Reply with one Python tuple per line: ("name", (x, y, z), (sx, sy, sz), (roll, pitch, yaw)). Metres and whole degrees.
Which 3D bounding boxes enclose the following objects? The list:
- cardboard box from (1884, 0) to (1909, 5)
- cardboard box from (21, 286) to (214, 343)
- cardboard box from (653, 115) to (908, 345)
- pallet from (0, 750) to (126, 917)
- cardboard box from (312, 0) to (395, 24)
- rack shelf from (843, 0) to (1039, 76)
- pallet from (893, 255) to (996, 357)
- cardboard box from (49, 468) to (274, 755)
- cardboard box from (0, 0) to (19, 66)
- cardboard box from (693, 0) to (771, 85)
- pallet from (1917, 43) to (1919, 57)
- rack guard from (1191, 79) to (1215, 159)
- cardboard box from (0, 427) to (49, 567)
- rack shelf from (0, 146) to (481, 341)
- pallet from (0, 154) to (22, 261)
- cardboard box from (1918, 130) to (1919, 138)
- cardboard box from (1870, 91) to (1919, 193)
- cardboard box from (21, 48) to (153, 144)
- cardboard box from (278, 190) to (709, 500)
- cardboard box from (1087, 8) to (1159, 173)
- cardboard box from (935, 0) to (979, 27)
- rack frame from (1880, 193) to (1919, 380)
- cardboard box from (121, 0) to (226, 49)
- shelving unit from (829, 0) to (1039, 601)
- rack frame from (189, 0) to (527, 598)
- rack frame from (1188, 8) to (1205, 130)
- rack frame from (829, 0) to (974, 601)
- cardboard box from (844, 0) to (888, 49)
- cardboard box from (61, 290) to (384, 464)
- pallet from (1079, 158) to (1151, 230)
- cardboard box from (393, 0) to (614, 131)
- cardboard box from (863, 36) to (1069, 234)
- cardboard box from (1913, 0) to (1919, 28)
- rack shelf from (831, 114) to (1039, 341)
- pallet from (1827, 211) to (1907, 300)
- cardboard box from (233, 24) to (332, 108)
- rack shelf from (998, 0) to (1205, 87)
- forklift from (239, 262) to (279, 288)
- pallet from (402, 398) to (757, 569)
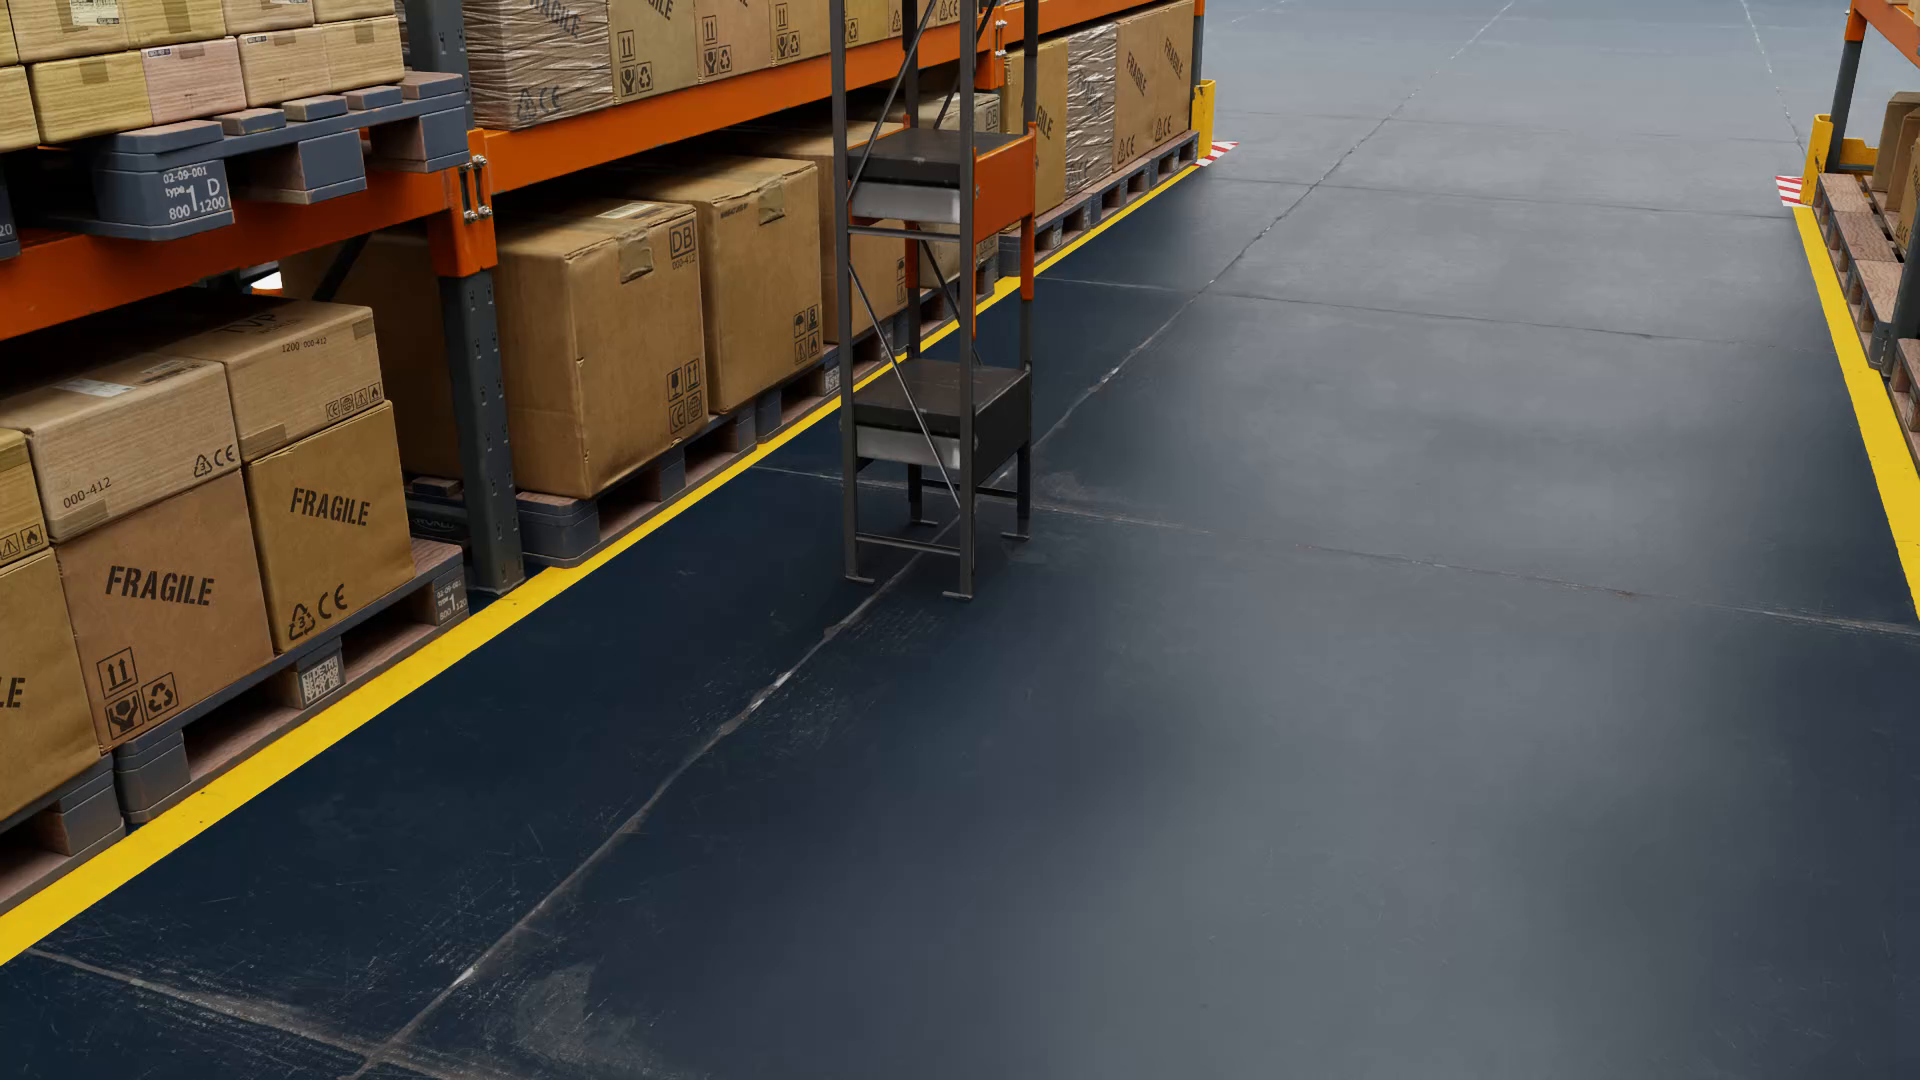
("cardboard box", (4.787, -2.718, 8.190), (0.380, 0.149, 0.250), (9, 24, 20))
("cardboard box", (-2.258, -0.482, 4.238), (0.500, 0.250, 0.500), (8, 24, 18))
("cardboard box", (-0.801, -1.315, 6.881), (1.050, 0.750, 0.750), (9, 24, 20))
("pallet", (-2.524, 0.693, 3.316), (1.003, 0.211, 1.213), (9, 24, 20))
("cardboard box", (-1.538, -1.281, 3.820), (0.380, 0.149, 0.250), (9, 24, 21))
("rack shelf", (-0.062, -1.543, 4.439), (0.431, 0.518, 0.480), (9, 24, 20))
("pallet", (-0.508, -1.166, 7.767), (1.003, 0.211, 1.213), (9, 24, 20))
("cardboard box", (-1.976, 0.110, 3.793), (0.500, 0.500, 0.500), (10, 25, 22))
("cardboard box", (-1.919, -0.912, 2.938), (0.380, 0.149, 0.250), (9, 24, 20))
("cardboard box", (-0.986, -1.839, 5.630), (0.500, 0.500, 0.500), (9, 24, 20))
("pallet", (3.857, -1.652, 5.561), (1.003, 0.211, 1.213), (9, 24, 20))
("rack guard", (1.203, -3.026, 11.845), (1.175, 0.500, 0.348), (9, 24, 20))
("cardboard box", (-2.169, -0.050, 3.203), (0.500, 0.250, 0.500), (9, 24, 21))
("rack shelf", (-2.520, -0.260, 2.914), (1.077, 0.370, 4.000), (9, 24, 20))
("pallet", (-2.475, -0.505, 2.816), (1.003, 0.211, 1.213), (9, 24, 20))
("cardboard box", (5.074, -1.804, 8.374), (0.500, 0.500, 0.500), (11, 25, 25))
("cardboard box", (5.514, -2.244, 9.428), (0.500, 0.500, 0.500), (14, 26, 30))
("cardboard box", (-1.819, -0.874, 3.232), (0.380, 0.149, 0.250), (8, 24, 19))
("cardboard box", (-1.468, -0.669, 5.333), (1.050, 0.750, 0.750), (8, 24, 19))
("cardboard box", (0.679, -2.817, 10.313), (0.875, 0.875, 0.875), (8, 24, 19))
("cardboard box", (-0.237, -2.560, 7.358), (0.500, 0.500, 0.500), (9, 24, 20))
("rack frame", (4.276, -1.993, 6.129), (1.000, 3.000, 0.127), (9, 24, 20))
("cardboard box", (-1.731, -1.091, 3.364), (0.380, 0.149, 0.250), (9, 24, 21))
("shelving unit", (-0.061, -0.910, 4.703), (0.431, 2.100, 0.503), (9, 24, 20))
("rack frame", (-1.778, -1.308, 4.489), (1.000, 3.000, 0.127), (9, 24, 20))
("rack frame", (1.194, -4.171, 11.343), (1.000, 3.000, 0.127), (9, 24, 20))
("rack frame", (-0.152, -0.822, 4.494), (0.400, 2.100, 0.015), (9, 24, 20))
("cardboard box", (-0.613, -2.199, 6.492), (0.500, 0.500, 0.500), (9, 24, 21))
("cardboard box", (-1.788, -0.412, 4.070), (0.500, 0.250, 0.500), (8, 24, 19))
("pallet", (0.515, -2.151, 10.127), (1.003, 0.211, 1.213), (9, 24, 20))
("cardboard box", (-1.360, -1.476, 4.762), (0.500, 0.500, 0.500), (9, 24, 21))
("cardboard box", (0.007, -2.168, 8.759), (0.875, 0.875, 0.875), (9, 24, 21))
("cardboard box", (4.322, -2.270, 7.120), (0.380, 0.149, 0.250), (9, 24, 20))
("rack shelf", (-0.061, -0.897, 4.709), (0.431, 0.518, 0.480), (9, 24, 20))
("pallet", (4.944, -1.390, 8.303), (1.003, 0.211, 1.213), (9, 24, 20))
("cardboard box", (-1.628, -1.055, 3.664), (0.380, 0.149, 0.250), (9, 24, 20))
("rack shelf", (0.451, -3.123, 9.768), (1.077, 0.370, 4.000), (9, 24, 20))
("forklift", (-3.369, -1.858, 5.895), (1.130, 2.935, 3.031), (8, 24, 18))
("pallet", (-1.415, -0.292, 5.676), (1.003, 0.211, 1.213), (9, 24, 20))
